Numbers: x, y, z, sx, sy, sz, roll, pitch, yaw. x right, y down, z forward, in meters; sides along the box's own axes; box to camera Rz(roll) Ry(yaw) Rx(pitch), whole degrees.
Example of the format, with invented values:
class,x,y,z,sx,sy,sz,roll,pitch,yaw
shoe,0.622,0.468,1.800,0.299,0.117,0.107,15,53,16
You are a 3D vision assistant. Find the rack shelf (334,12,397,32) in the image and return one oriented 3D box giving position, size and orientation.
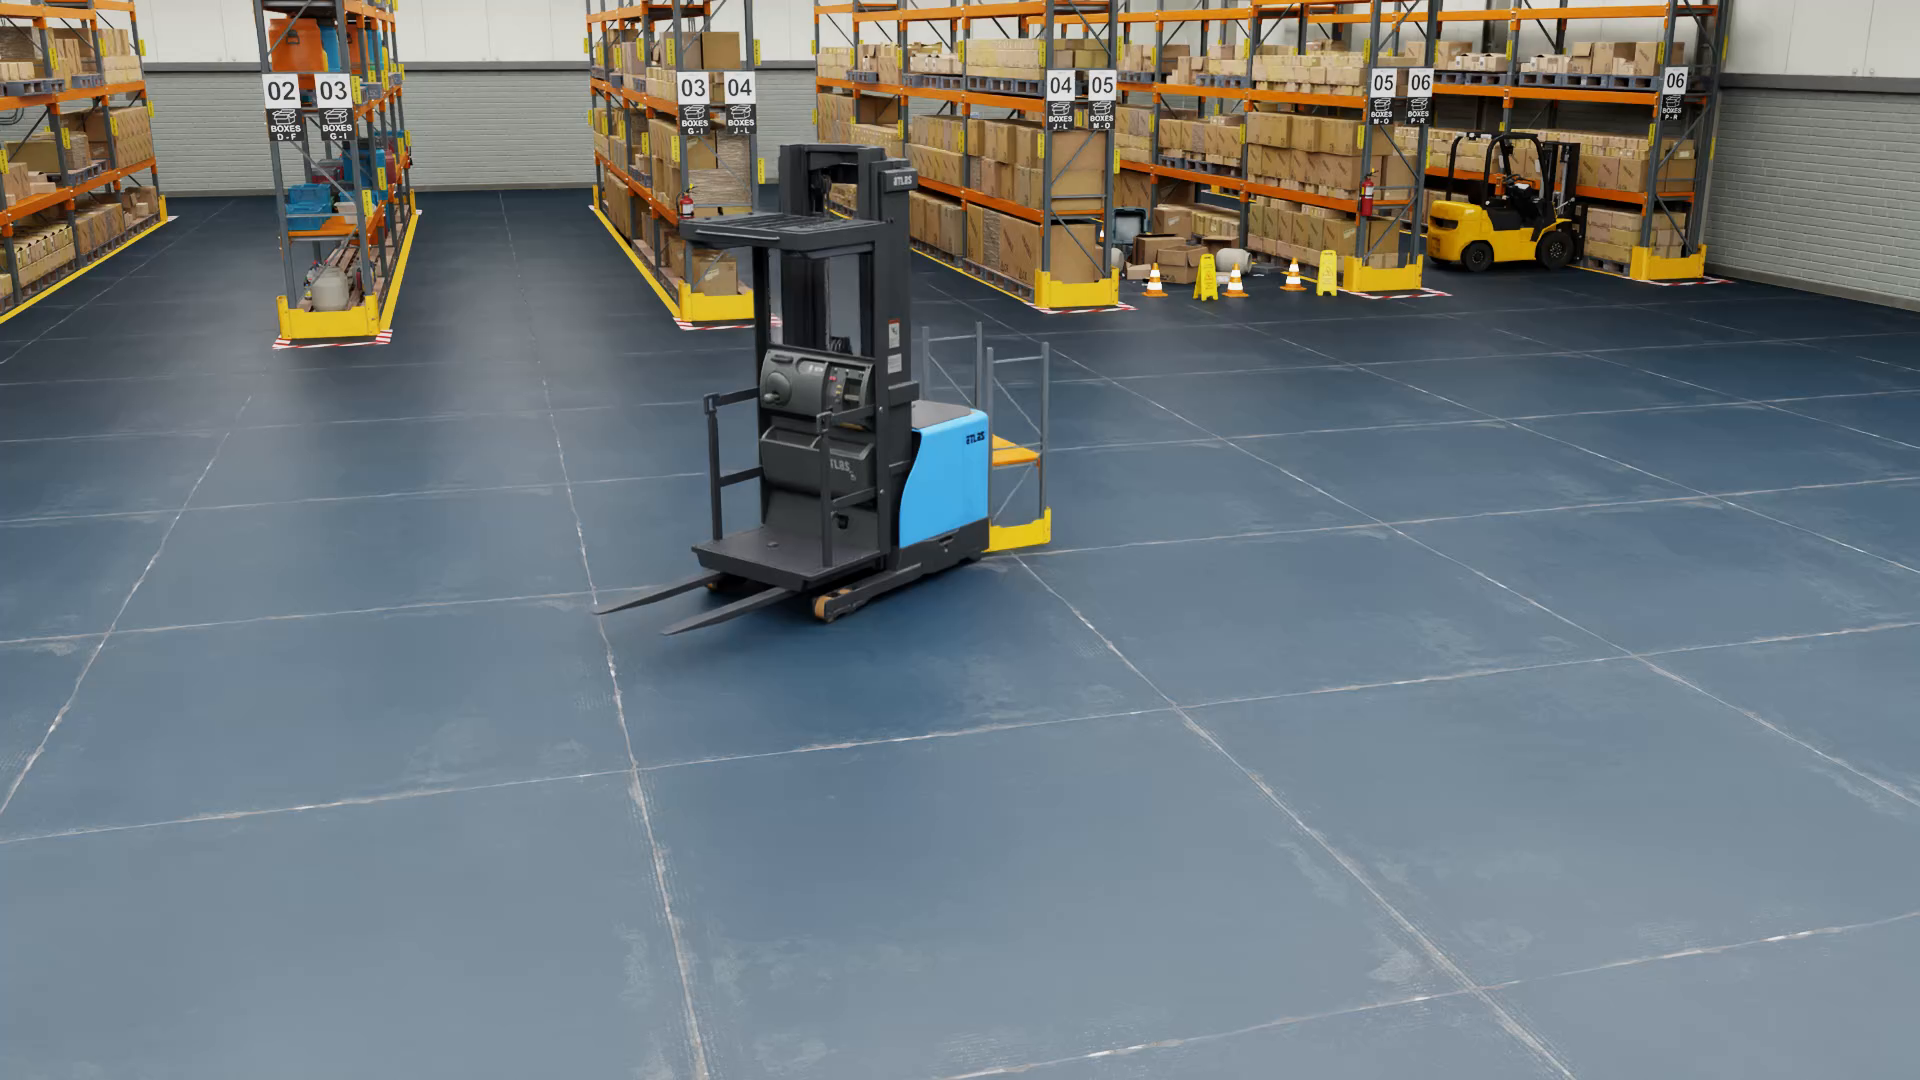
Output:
class,x,y,z,sx,sy,sz,roll,pitch,yaw
rack shelf,-11.765,-10.233,32.822,1.077,0.370,4.000,-5,17,-15

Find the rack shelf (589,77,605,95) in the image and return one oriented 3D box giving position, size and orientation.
class,x,y,z,sx,sy,sz,roll,pitch,yaw
rack shelf,-7.003,-9.380,34.500,1.077,0.370,4.000,-5,17,-15

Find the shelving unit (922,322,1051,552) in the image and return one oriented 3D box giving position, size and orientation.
class,x,y,z,sx,sy,sz,roll,pitch,yaw
shelving unit,0.171,-0.805,12.524,0.587,1.500,1.083,-9,19,-26

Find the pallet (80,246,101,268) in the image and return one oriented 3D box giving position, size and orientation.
class,x,y,z,sx,sy,sz,roll,pitch,yaw
pallet,-15.048,-4.720,27.797,1.003,0.211,1.213,-5,17,-15

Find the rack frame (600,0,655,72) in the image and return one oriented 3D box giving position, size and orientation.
class,x,y,z,sx,sy,sz,roll,pitch,yaw
rack frame,-6.453,-10.607,32.123,1.000,3.000,0.127,-5,17,-15

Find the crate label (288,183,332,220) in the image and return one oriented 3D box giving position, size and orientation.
class,x,y,z,sx,sy,sz,roll,pitch,yaw
crate label,-8.683,-4.528,22.251,0.502,0.435,0.616,-5,17,-15

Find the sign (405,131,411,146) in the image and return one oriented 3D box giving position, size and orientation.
class,x,y,z,sx,sy,sz,roll,pitch,yaw
sign,-11.790,-8.575,35.502,0.100,0.325,0.005,-5,17,-15

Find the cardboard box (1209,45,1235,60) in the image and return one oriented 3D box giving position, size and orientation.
class,x,y,z,sx,sy,sz,roll,pitch,yaw
cardboard box,4.691,-8.541,29.119,0.500,0.250,0.500,-4,17,-14

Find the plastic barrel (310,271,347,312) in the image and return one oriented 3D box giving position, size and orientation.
class,x,y,z,sx,sy,sz,roll,pitch,yaw
plastic barrel,-8.172,-3.209,21.516,0.421,0.512,0.421,0,17,0

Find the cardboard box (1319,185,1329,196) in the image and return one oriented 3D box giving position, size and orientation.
class,x,y,z,sx,sy,sz,roll,pitch,yaw
cardboard box,5.739,-5.367,25.543,0.380,0.149,0.250,-4,17,-14

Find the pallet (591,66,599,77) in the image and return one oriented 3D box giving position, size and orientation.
class,x,y,z,sx,sy,sz,roll,pitch,yaw
pallet,-7.338,-10.030,35.570,1.003,0.211,1.213,-5,17,-15

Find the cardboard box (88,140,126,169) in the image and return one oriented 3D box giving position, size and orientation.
class,x,y,z,sx,sy,sz,roll,pitch,yaw
cardboard box,-15.857,-7.162,30.909,0.500,0.500,0.500,-4,17,-14

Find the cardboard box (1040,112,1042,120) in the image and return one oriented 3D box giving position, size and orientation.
class,x,y,z,sx,sy,sz,roll,pitch,yaw
cardboard box,2.132,-9.711,37.657,0.500,0.500,0.500,-5,17,-16

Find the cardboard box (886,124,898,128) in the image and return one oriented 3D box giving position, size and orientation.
class,x,y,z,sx,sy,sz,roll,pitch,yaw
cardboard box,-1.284,-8.294,33.523,0.380,0.149,0.250,-5,17,-17

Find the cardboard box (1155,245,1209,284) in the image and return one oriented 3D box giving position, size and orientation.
class,x,y,z,sx,sy,sz,roll,pitch,yaw
cardboard box,3.456,-4.289,25.854,0.637,0.503,0.797,11,20,32

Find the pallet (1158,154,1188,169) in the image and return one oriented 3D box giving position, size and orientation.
class,x,y,z,sx,sy,sz,roll,pitch,yaw
pallet,4.473,-7.131,31.310,1.213,0.211,1.003,-5,17,-15

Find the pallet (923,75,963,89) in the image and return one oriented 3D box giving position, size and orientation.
class,x,y,z,sx,sy,sz,roll,pitch,yaw
pallet,-0.019,-7.855,28.503,1.003,0.211,1.213,-4,17,-13

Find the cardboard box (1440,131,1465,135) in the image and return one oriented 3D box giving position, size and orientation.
class,x,y,z,sx,sy,sz,roll,pitch,yaw
cardboard box,9.280,-7.631,31.342,0.380,0.149,0.250,-5,17,-15

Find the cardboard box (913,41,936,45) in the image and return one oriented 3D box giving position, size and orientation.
class,x,y,z,sx,sy,sz,roll,pitch,yaw
cardboard box,-0.653,-9.187,31.103,0.396,0.266,0.258,-5,17,-15

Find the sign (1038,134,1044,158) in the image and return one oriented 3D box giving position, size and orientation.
class,x,y,z,sx,sy,sz,roll,pitch,yaw
sign,1.116,-5.408,22.817,0.100,0.325,0.005,-5,17,-15

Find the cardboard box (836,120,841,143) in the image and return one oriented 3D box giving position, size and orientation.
class,x,y,z,sx,sy,sz,roll,pitch,yaw
cardboard box,-2.338,-8.682,35.449,0.500,0.500,0.500,-5,17,-16

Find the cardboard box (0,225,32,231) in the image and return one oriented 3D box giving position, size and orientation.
class,x,y,z,sx,sy,sz,roll,pitch,yaw
cardboard box,-15.018,-4.830,26.394,0.500,0.311,0.500,-4,17,-13

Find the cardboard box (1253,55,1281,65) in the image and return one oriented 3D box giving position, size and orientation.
class,x,y,z,sx,sy,sz,roll,pitch,yaw
cardboard box,5.047,-7.890,27.341,0.380,0.149,0.250,-5,17,-16

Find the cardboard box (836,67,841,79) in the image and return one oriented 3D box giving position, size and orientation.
class,x,y,z,sx,sy,sz,roll,pitch,yaw
cardboard box,-2.317,-9.857,35.100,0.500,0.250,0.500,-5,17,-16

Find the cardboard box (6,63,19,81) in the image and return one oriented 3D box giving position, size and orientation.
class,x,y,z,sx,sy,sz,roll,pitch,yaw
cardboard box,-14.393,-6.988,24.818,0.500,0.250,0.500,-5,17,-16

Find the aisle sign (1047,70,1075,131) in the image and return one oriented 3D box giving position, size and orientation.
class,x,y,z,sx,sy,sz,roll,pitch,yaw
aisle sign,1.373,-5.981,22.630,0.394,0.787,0.004,-5,17,-15

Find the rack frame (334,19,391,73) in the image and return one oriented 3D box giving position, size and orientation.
class,x,y,z,sx,sy,sz,roll,pitch,yaw
rack frame,-11.215,-10.216,30.819,1.000,3.000,0.127,-5,17,-15

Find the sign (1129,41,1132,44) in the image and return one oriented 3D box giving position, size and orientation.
class,x,y,z,sx,sy,sz,roll,pitch,yaw
sign,3.595,-10.398,35.195,0.100,0.325,0.005,-5,17,-15

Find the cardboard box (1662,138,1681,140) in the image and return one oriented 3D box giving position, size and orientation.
class,x,y,z,sx,sy,sz,roll,pitch,yaw
cardboard box,11.245,-6.281,26.330,0.380,0.149,0.250,-4,17,-13

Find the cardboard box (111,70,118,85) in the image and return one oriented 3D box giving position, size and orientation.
class,x,y,z,sx,sy,sz,roll,pitch,yaw
cardboard box,-16.008,-8.610,30.947,0.500,0.250,0.500,-5,17,-15

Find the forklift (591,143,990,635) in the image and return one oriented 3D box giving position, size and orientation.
class,x,y,z,sx,sy,sz,roll,pitch,yaw
forklift,-1.080,-1.036,10.807,1.130,2.935,3.031,12,21,36

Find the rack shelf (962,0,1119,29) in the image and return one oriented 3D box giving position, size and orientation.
class,x,y,z,sx,sy,sz,roll,pitch,yaw
rack shelf,1.092,-7.669,24.288,1.077,0.370,4.000,-5,17,-15

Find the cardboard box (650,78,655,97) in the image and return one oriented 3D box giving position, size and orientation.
class,x,y,z,sx,sy,sz,roll,pitch,yaw
cardboard box,-4.227,-6.595,24.242,0.500,0.250,0.500,-5,17,-16

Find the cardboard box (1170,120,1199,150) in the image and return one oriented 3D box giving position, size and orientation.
class,x,y,z,sx,sy,sz,roll,pitch,yaw
cardboard box,4.226,-7.516,30.840,0.500,0.500,0.500,-4,17,-12

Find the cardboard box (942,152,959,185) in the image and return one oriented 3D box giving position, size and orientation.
class,x,y,z,sx,sy,sz,roll,pitch,yaw
cardboard box,0.003,-6.196,27.693,0.500,0.500,0.500,-5,17,-16

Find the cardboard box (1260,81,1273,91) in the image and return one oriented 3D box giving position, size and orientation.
class,x,y,z,sx,sy,sz,roll,pitch,yaw
cardboard box,5.140,-7.438,27.224,0.380,0.149,0.250,-5,17,-15

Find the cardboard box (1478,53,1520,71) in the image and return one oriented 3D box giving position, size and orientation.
class,x,y,z,sx,sy,sz,roll,pitch,yaw
cardboard box,9.612,-8.522,29.646,0.500,0.311,0.500,-5,18,-17

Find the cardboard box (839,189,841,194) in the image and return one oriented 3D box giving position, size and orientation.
class,x,y,z,sx,sy,sz,roll,pitch,yaw
cardboard box,-2.440,-7.660,36.447,0.380,0.149,0.250,-4,17,-12

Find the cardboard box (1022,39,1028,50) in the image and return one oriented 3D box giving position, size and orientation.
class,x,y,z,sx,sy,sz,roll,pitch,yaw
cardboard box,1.085,-6.933,23.250,0.380,0.149,0.250,-4,17,-14

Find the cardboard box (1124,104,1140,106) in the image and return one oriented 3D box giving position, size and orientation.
class,x,y,z,sx,sy,sz,roll,pitch,yaw
cardboard box,3.589,-8.798,34.616,0.500,0.500,0.500,-4,17,-14

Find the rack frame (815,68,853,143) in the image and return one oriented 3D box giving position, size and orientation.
class,x,y,z,sx,sy,sz,roll,pitch,yaw
rack frame,-2.756,-9.205,37.882,1.000,3.000,0.127,-5,17,-15

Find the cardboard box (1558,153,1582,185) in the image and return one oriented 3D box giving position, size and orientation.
class,x,y,z,sx,sy,sz,roll,pitch,yaw
cardboard box,10.334,-6.179,27.636,0.500,0.500,0.500,-5,17,-15

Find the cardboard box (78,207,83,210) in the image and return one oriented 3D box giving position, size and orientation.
class,x,y,z,sx,sy,sz,roll,pitch,yaw
cardboard box,-15.923,-5.666,29.681,0.500,0.500,0.500,-4,17,-14

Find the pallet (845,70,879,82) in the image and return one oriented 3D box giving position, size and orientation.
class,x,y,z,sx,sy,sz,roll,pitch,yaw
pallet,-1.589,-9.266,33.197,1.213,0.211,1.003,-5,17,-15

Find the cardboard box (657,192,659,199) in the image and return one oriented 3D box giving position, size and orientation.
class,x,y,z,sx,sy,sz,roll,pitch,yaw
cardboard box,-4.333,-5.181,24.922,0.380,0.149,0.250,-5,17,-15

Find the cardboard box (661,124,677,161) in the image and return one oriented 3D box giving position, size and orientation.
class,x,y,z,sx,sy,sz,roll,pitch,yaw
cardboard box,-3.951,-5.632,23.559,0.500,0.500,0.500,-5,17,-15

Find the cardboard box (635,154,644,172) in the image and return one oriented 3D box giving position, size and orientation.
class,x,y,z,sx,sy,sz,roll,pitch,yaw
cardboard box,-5.114,-6.275,27.660,0.500,0.250,0.500,-5,17,-17

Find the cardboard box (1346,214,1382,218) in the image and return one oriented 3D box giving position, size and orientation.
class,x,y,z,sx,sy,sz,roll,pitch,yaw
cardboard box,6.263,-4.838,26.089,0.500,0.500,0.500,-5,18,-17

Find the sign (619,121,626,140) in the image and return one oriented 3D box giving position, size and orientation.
class,x,y,z,sx,sy,sz,roll,pitch,yaw
sign,-5.886,-7.138,28.987,0.100,0.325,0.005,-5,17,-15

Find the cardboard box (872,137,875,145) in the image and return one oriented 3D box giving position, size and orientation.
class,x,y,z,sx,sy,sz,roll,pitch,yaw
cardboard box,-1.487,-7.673,31.970,0.380,0.149,0.250,-4,17,-14

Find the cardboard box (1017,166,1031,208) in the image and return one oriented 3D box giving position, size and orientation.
class,x,y,z,sx,sy,sz,roll,pitch,yaw
cardboard box,1.324,-5.100,23.957,0.875,0.550,0.550,-5,17,-15

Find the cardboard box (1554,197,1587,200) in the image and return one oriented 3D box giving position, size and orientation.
class,x,y,z,sx,sy,sz,roll,pitch,yaw
cardboard box,10.520,-5.802,28.864,0.500,0.250,0.500,-5,17,-16

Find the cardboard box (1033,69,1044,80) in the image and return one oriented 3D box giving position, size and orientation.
class,x,y,z,sx,sy,sz,roll,pitch,yaw
cardboard box,1.224,-6.410,22.895,0.380,0.149,0.250,-5,17,-15

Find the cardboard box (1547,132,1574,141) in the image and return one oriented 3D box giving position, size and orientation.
class,x,y,z,sx,sy,sz,roll,pitch,yaw
cardboard box,10.155,-6.804,28.070,0.380,0.149,0.250,-5,17,-16

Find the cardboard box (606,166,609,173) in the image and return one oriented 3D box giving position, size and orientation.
class,x,y,z,sx,sy,sz,roll,pitch,yaw
cardboard box,-7.049,-7.602,35.508,0.875,0.875,0.875,-5,17,-15
